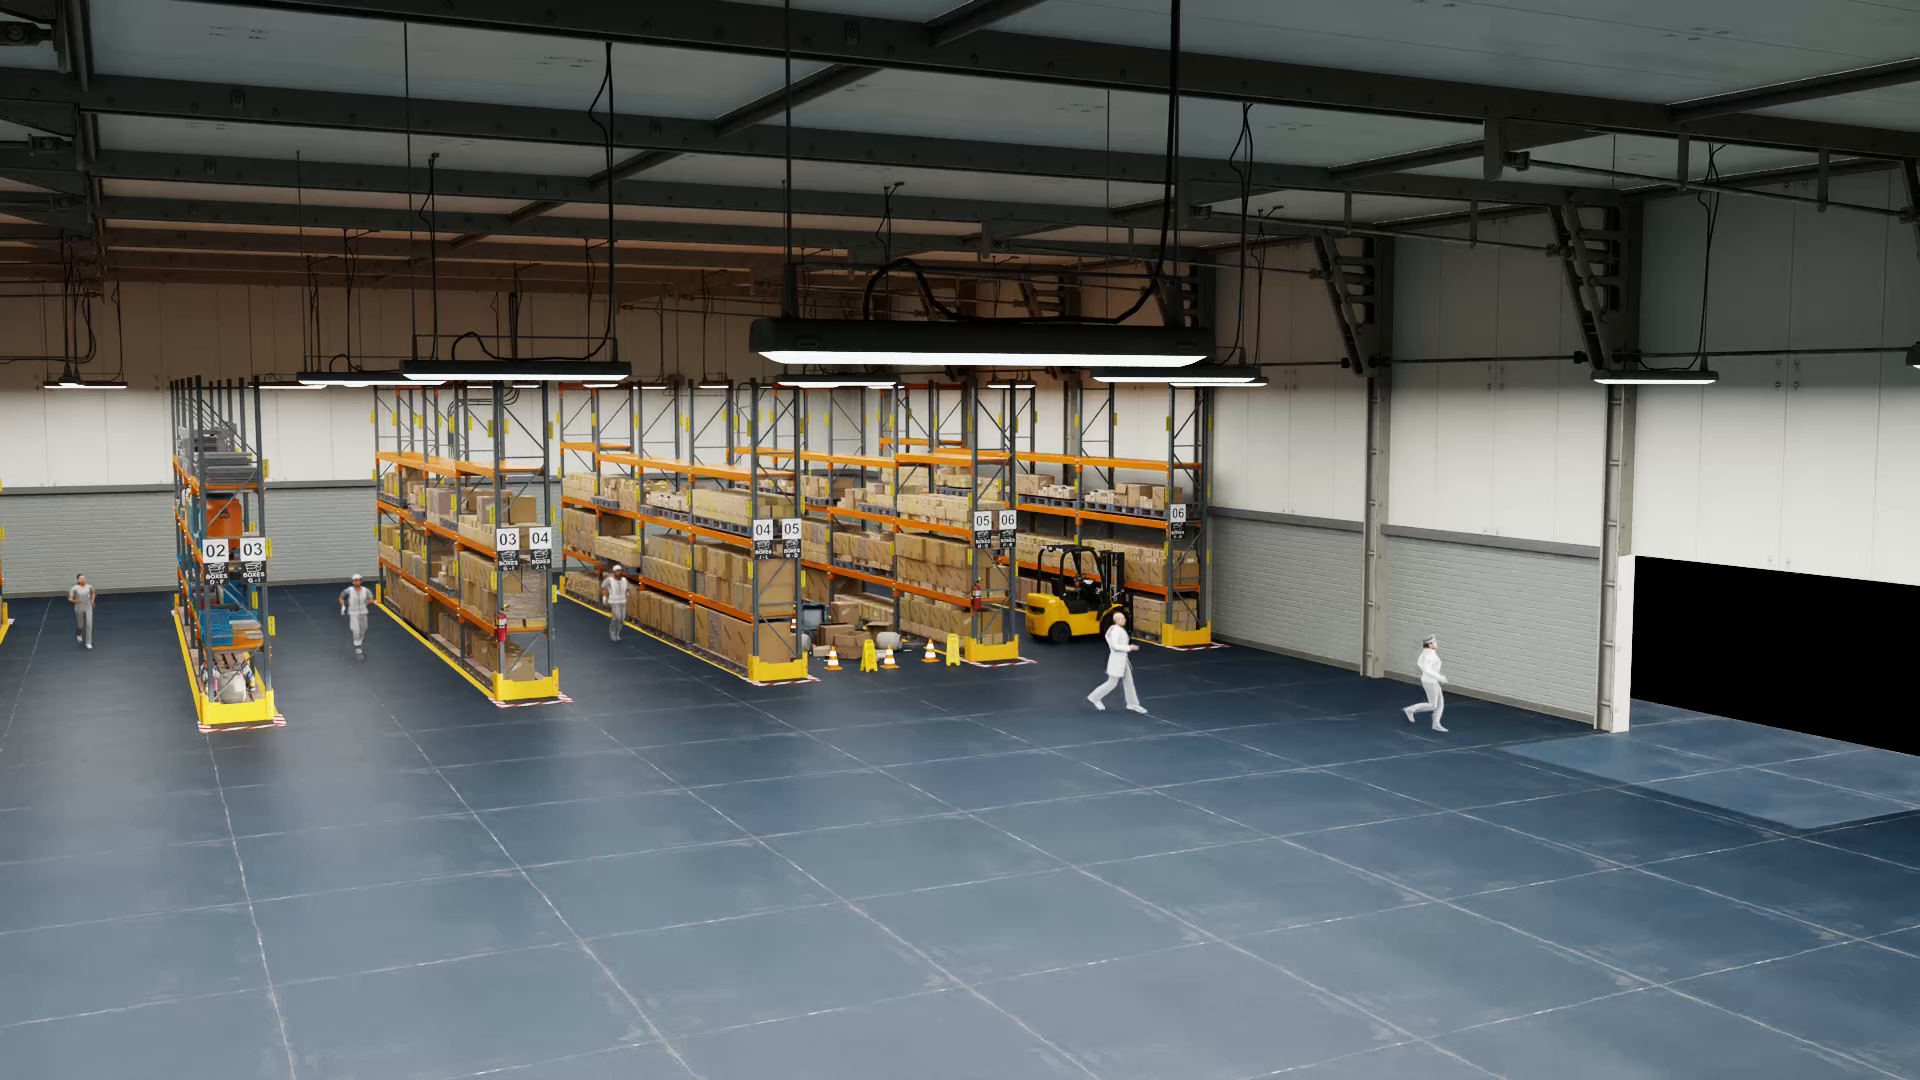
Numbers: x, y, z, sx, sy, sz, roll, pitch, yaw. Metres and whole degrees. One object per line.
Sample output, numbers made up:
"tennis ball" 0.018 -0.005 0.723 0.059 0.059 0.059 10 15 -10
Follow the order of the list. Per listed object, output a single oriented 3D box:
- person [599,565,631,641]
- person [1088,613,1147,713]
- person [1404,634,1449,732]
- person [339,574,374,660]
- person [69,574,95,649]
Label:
"person" -7.816 1.448 38.040 0.662 1.744 0.657 -4 7 -39
"person" 2.800 2.182 29.584 1.057 1.790 0.709 2 5 18
"person" 7.894 2.408 28.097 0.747 1.682 0.617 1 5 12
"person" -12.928 1.623 35.718 0.659 1.787 0.980 -4 6 -36
"person" -19.634 1.575 37.239 0.568 1.664 0.934 -4 7 -39
